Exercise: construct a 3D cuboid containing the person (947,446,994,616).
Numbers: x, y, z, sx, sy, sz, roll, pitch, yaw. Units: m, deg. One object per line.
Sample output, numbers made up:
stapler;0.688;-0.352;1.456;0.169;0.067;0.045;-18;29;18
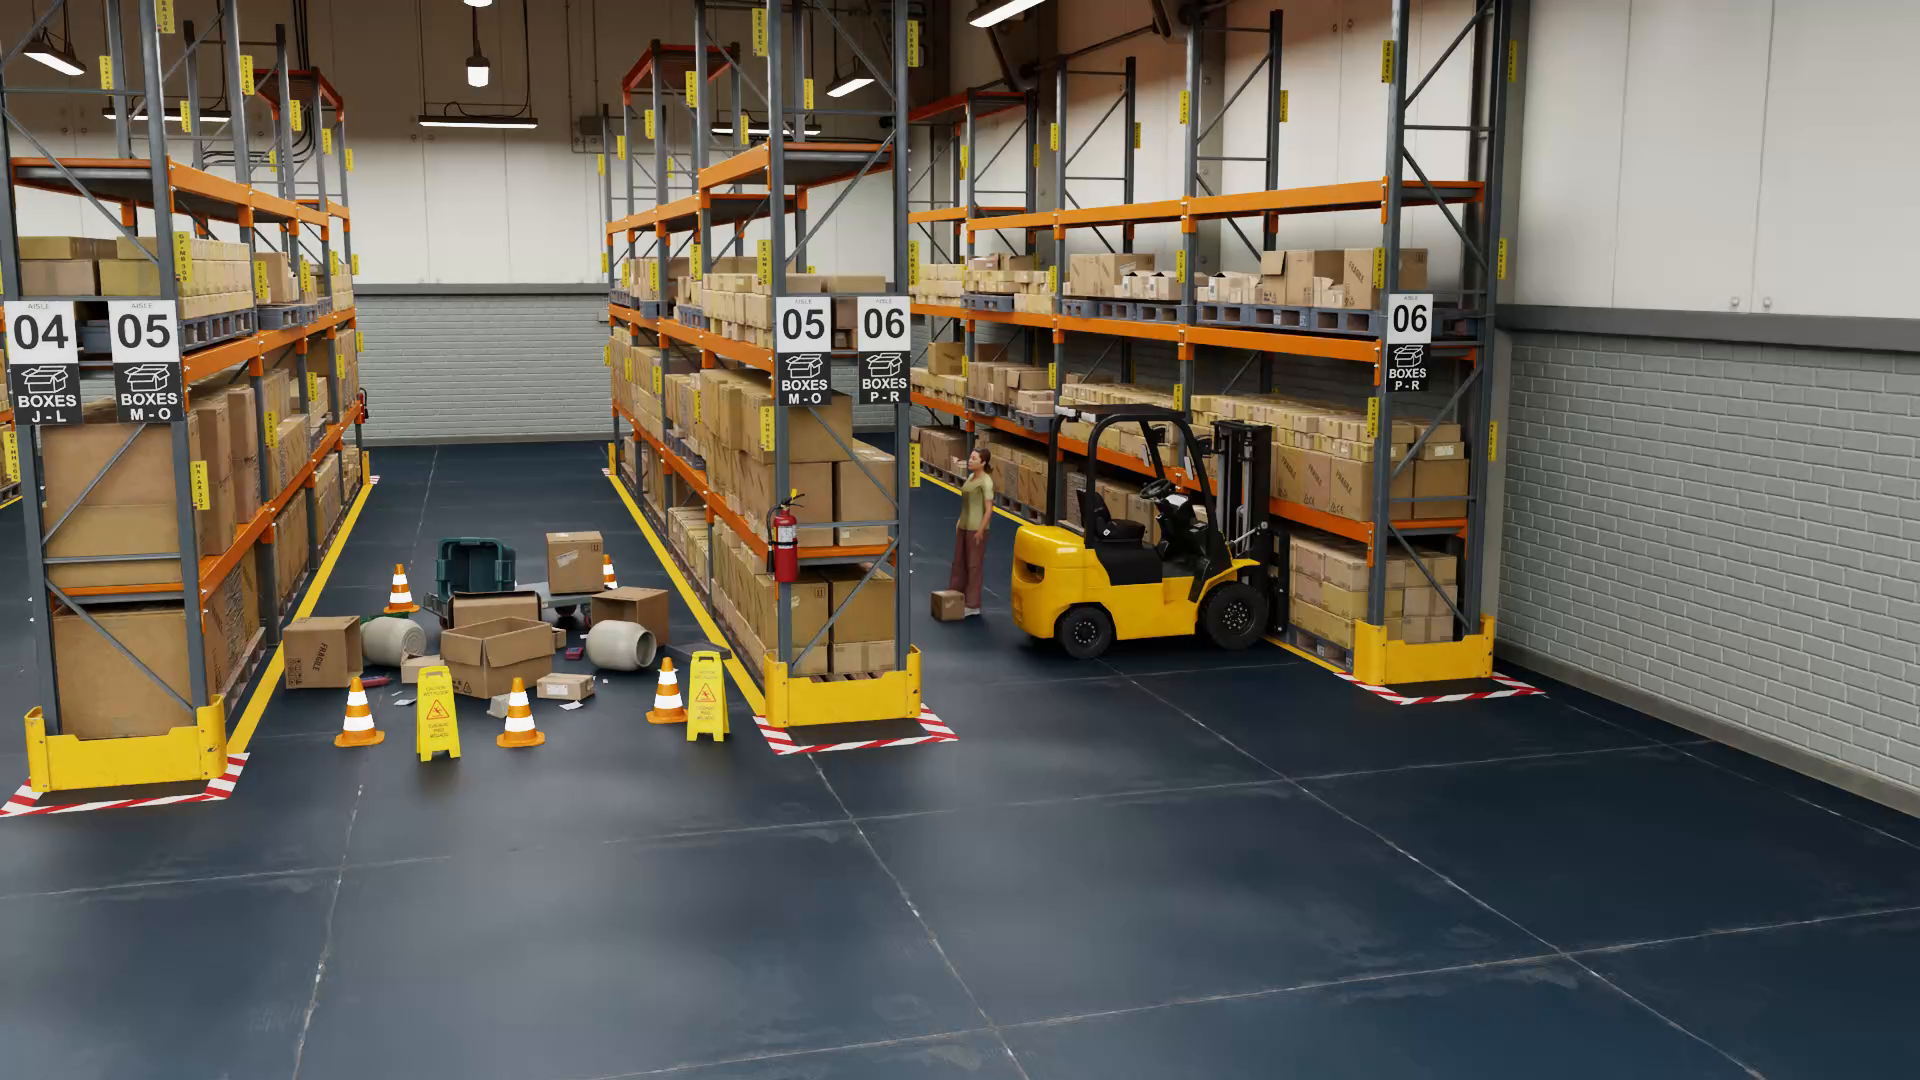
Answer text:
person;0.065;-0.087;16.355;0.549;1.674;0.551;-4;10;-24
